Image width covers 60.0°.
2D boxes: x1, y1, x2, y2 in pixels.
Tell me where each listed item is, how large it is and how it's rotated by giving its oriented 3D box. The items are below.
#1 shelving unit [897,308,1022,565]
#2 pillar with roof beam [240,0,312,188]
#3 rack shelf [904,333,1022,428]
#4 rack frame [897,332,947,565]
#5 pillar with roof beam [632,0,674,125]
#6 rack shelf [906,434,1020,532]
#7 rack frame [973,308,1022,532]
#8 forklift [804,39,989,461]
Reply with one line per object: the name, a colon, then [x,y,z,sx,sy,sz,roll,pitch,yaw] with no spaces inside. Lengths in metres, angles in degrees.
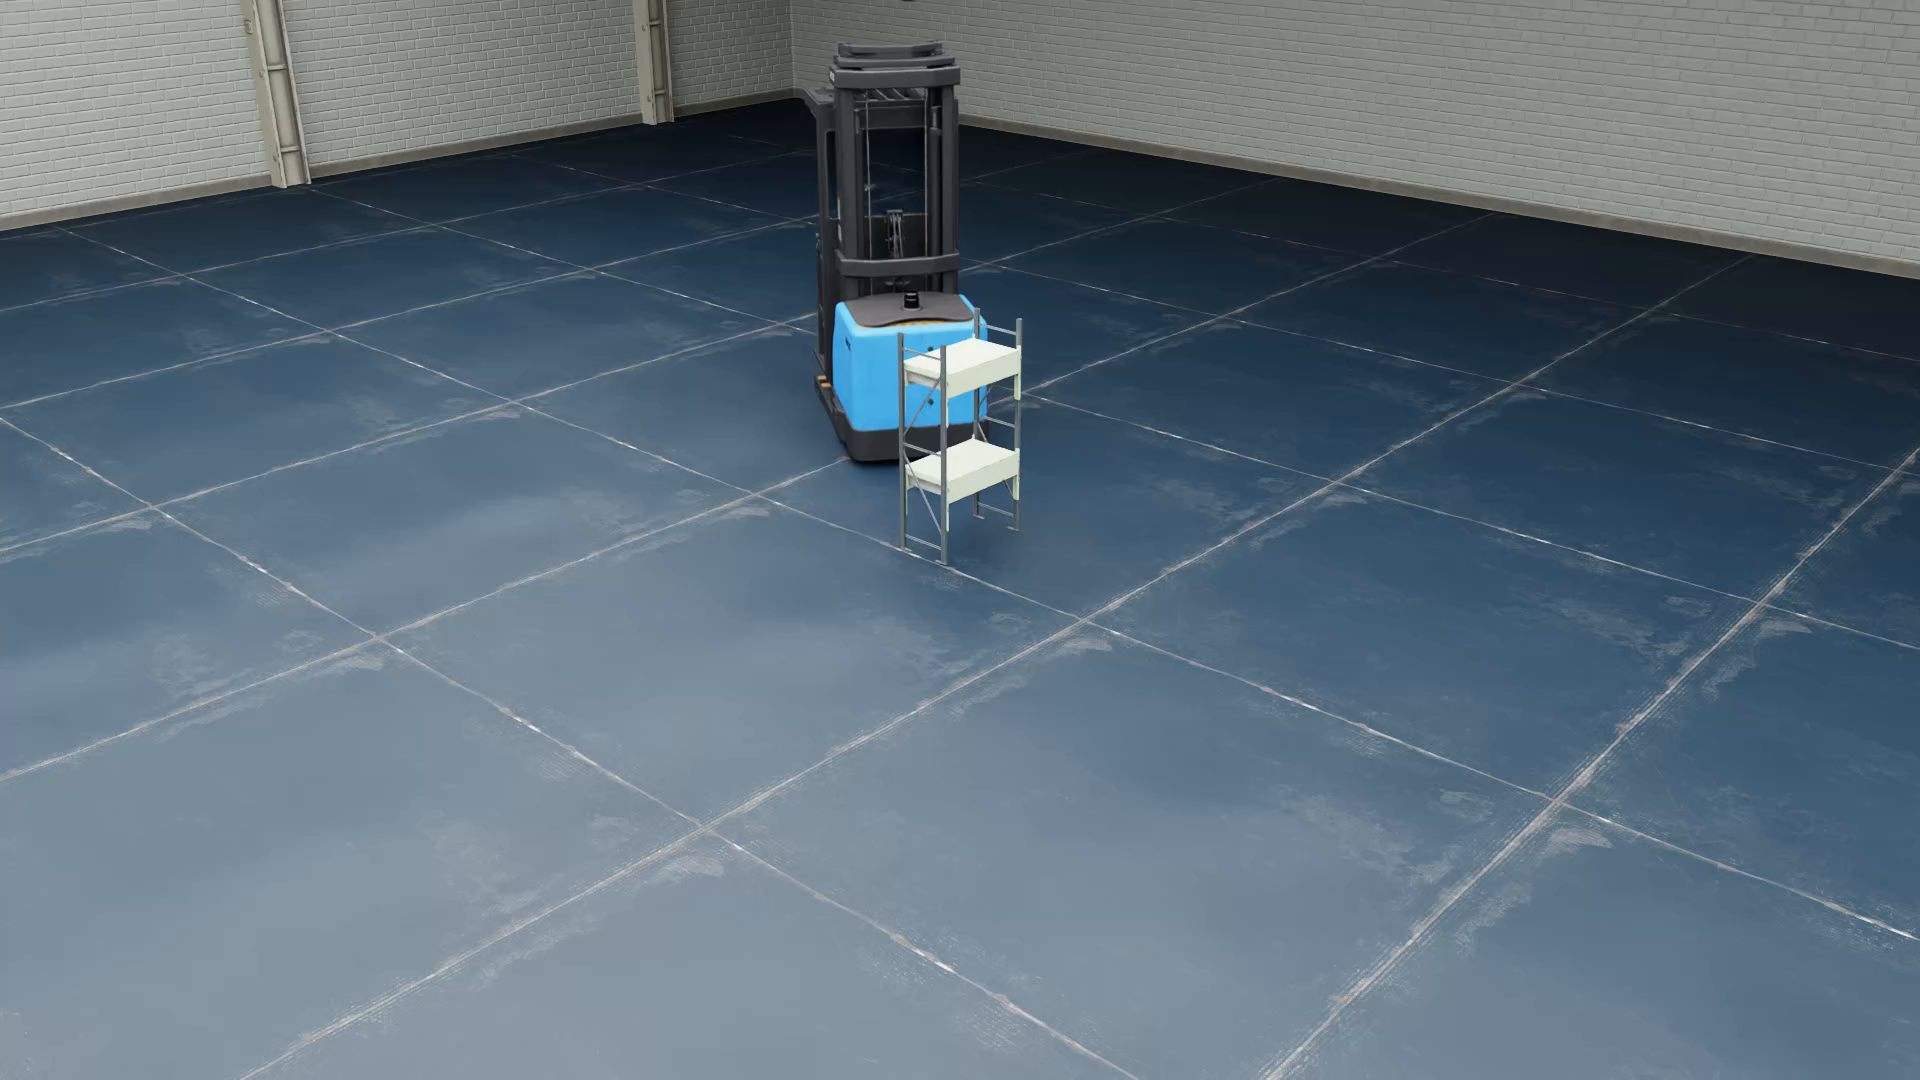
shelving unit: [0.004,-0.686,10.948,0.431,1.500,0.755,20,31,38]
pillar with roof beam: [-5.447,-7.538,17.062,9.100,9.000,0.400,20,31,38]
rack shelf: [0.004,-1.042,10.788,0.431,0.370,0.720,20,31,38]
rack frame: [-0.240,-0.575,10.699,0.400,1.500,0.023,20,31,38]
pillar with roof beam: [-1.442,-9.366,21.140,9.100,9.000,0.400,20,31,38]
rack shelf: [0.004,-0.389,11.081,0.431,0.370,0.720,20,31,38]
rack frame: [0.249,-0.798,11.196,0.400,1.500,0.023,20,31,38]
forklift: [-0.607,-2.500,13.243,1.130,2.935,3.031,-5,25,-12]
